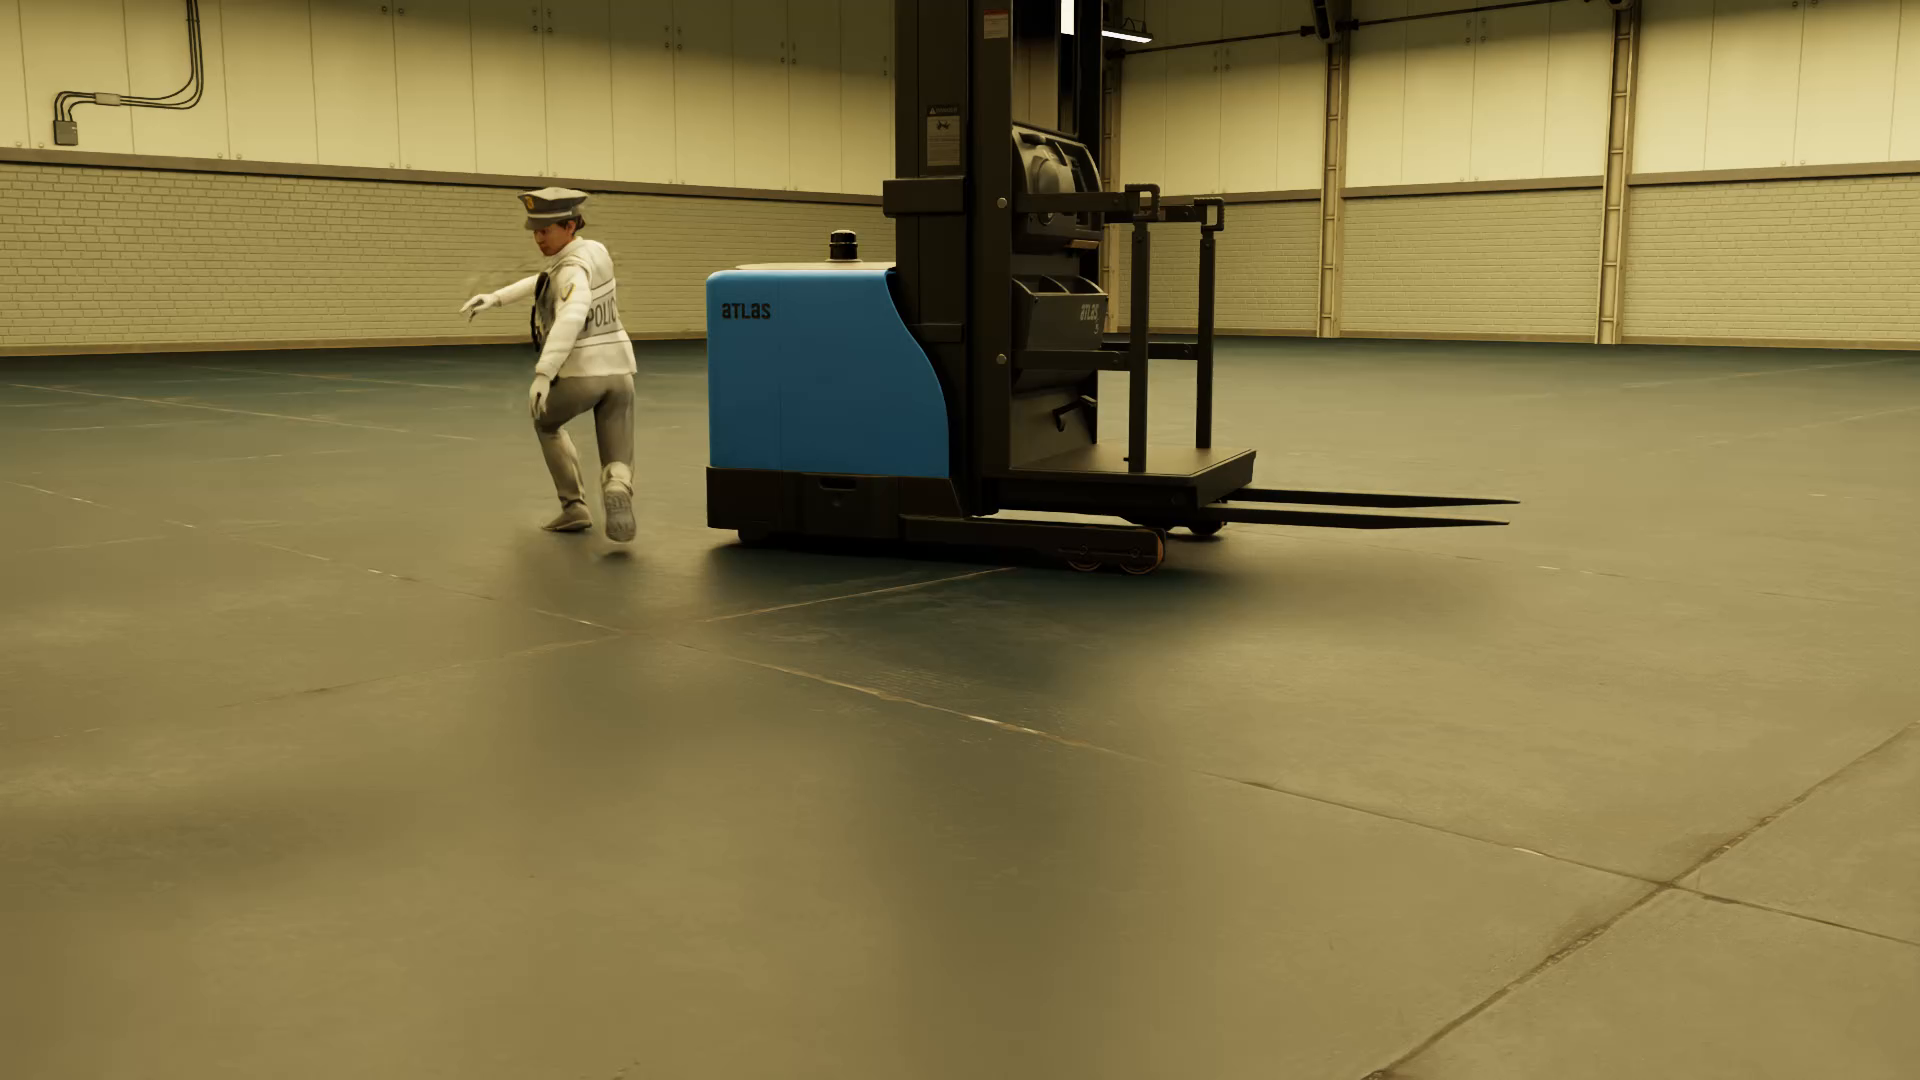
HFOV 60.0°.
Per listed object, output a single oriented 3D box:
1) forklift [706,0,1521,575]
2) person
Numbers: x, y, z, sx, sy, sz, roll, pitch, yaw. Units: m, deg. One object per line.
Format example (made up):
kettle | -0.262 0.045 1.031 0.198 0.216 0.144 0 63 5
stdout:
forklift | 0.565 -1.416 6.275 3.031 2.935 1.130 3 9 22
person | -1.562 -0.670 6.611 0.631 1.438 0.903 -8 11 -41
